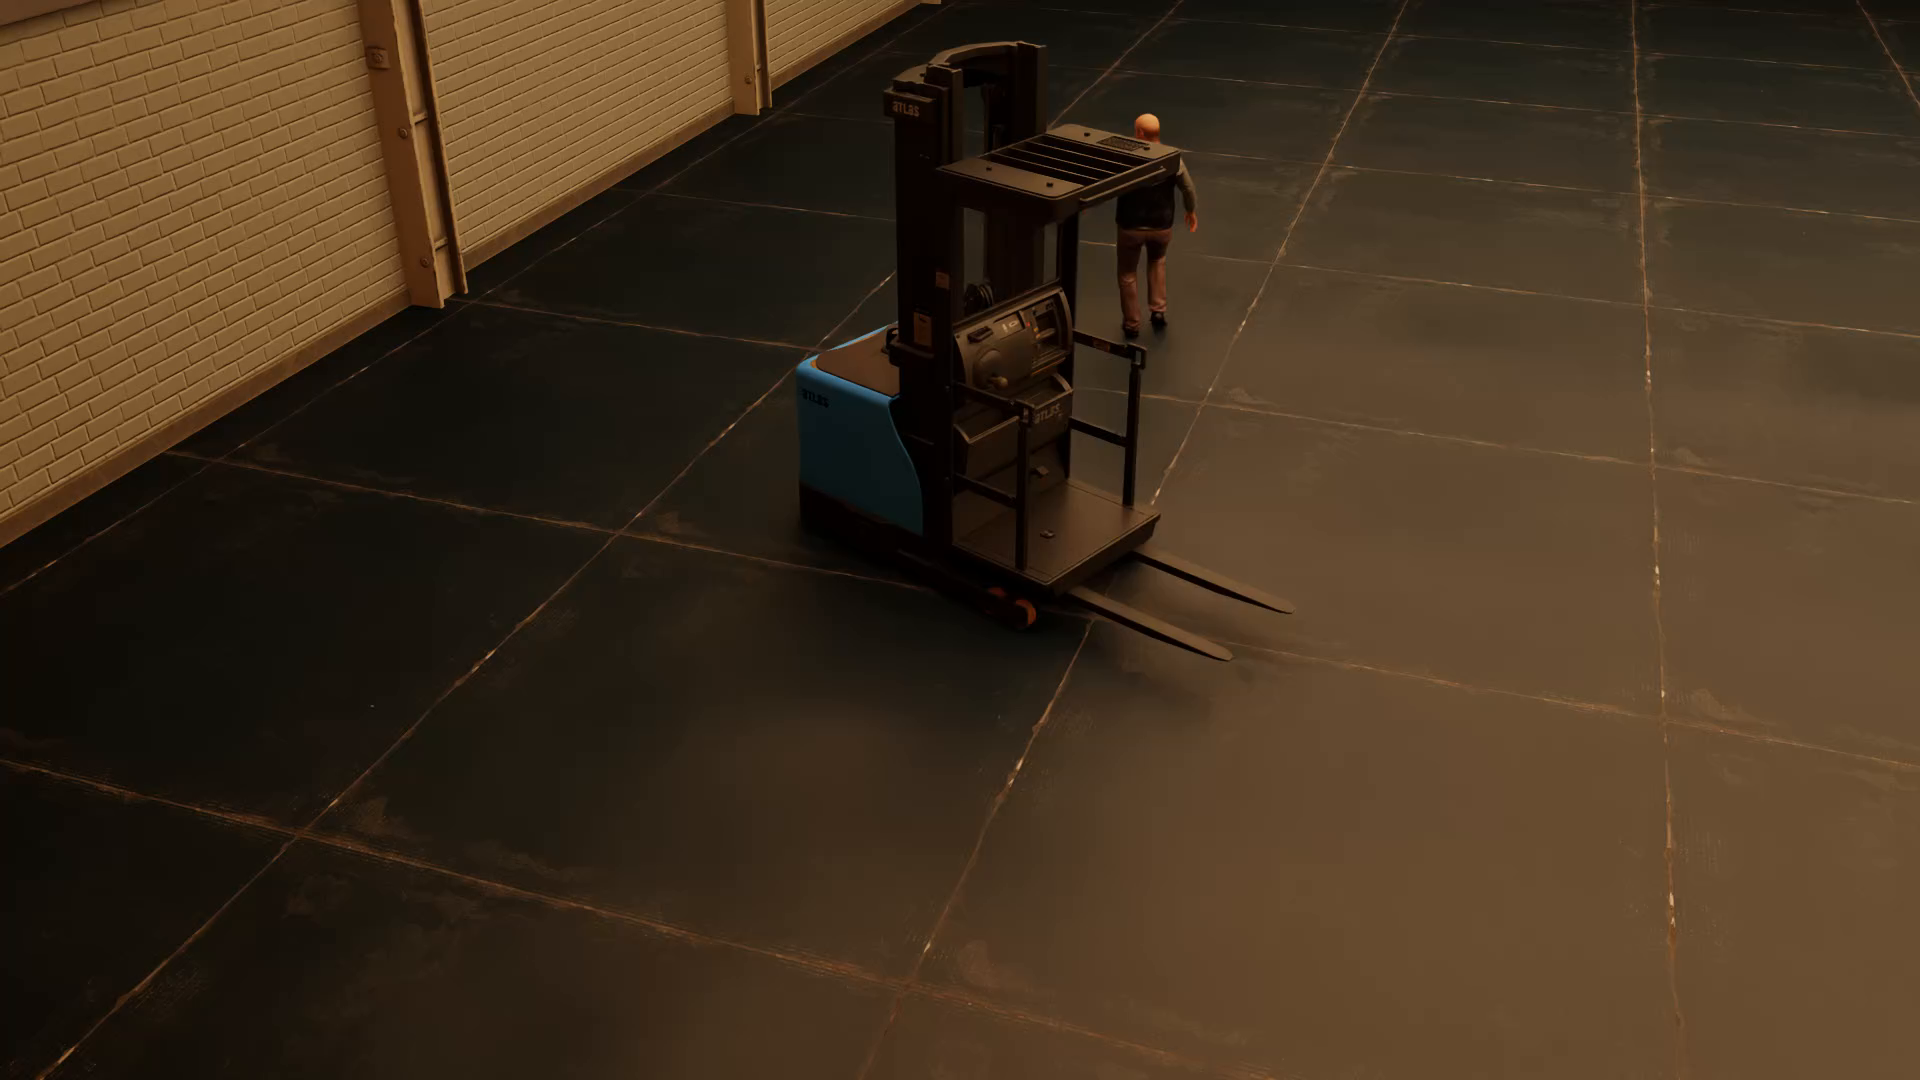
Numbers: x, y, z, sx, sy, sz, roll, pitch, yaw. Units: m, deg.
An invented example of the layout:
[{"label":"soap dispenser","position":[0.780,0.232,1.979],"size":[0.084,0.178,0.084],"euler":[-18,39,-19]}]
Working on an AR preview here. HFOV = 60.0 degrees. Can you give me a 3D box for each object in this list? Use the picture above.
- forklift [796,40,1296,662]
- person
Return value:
[{"label":"forklift","position":[0.459,-1.074,9.021],"size":[3.031,2.935,1.130],"euler":[23,37,35]},{"label":"person","position":[1.369,-2.370,12.584],"size":[0.889,1.739,0.493],"euler":[-3,30,-5]}]
